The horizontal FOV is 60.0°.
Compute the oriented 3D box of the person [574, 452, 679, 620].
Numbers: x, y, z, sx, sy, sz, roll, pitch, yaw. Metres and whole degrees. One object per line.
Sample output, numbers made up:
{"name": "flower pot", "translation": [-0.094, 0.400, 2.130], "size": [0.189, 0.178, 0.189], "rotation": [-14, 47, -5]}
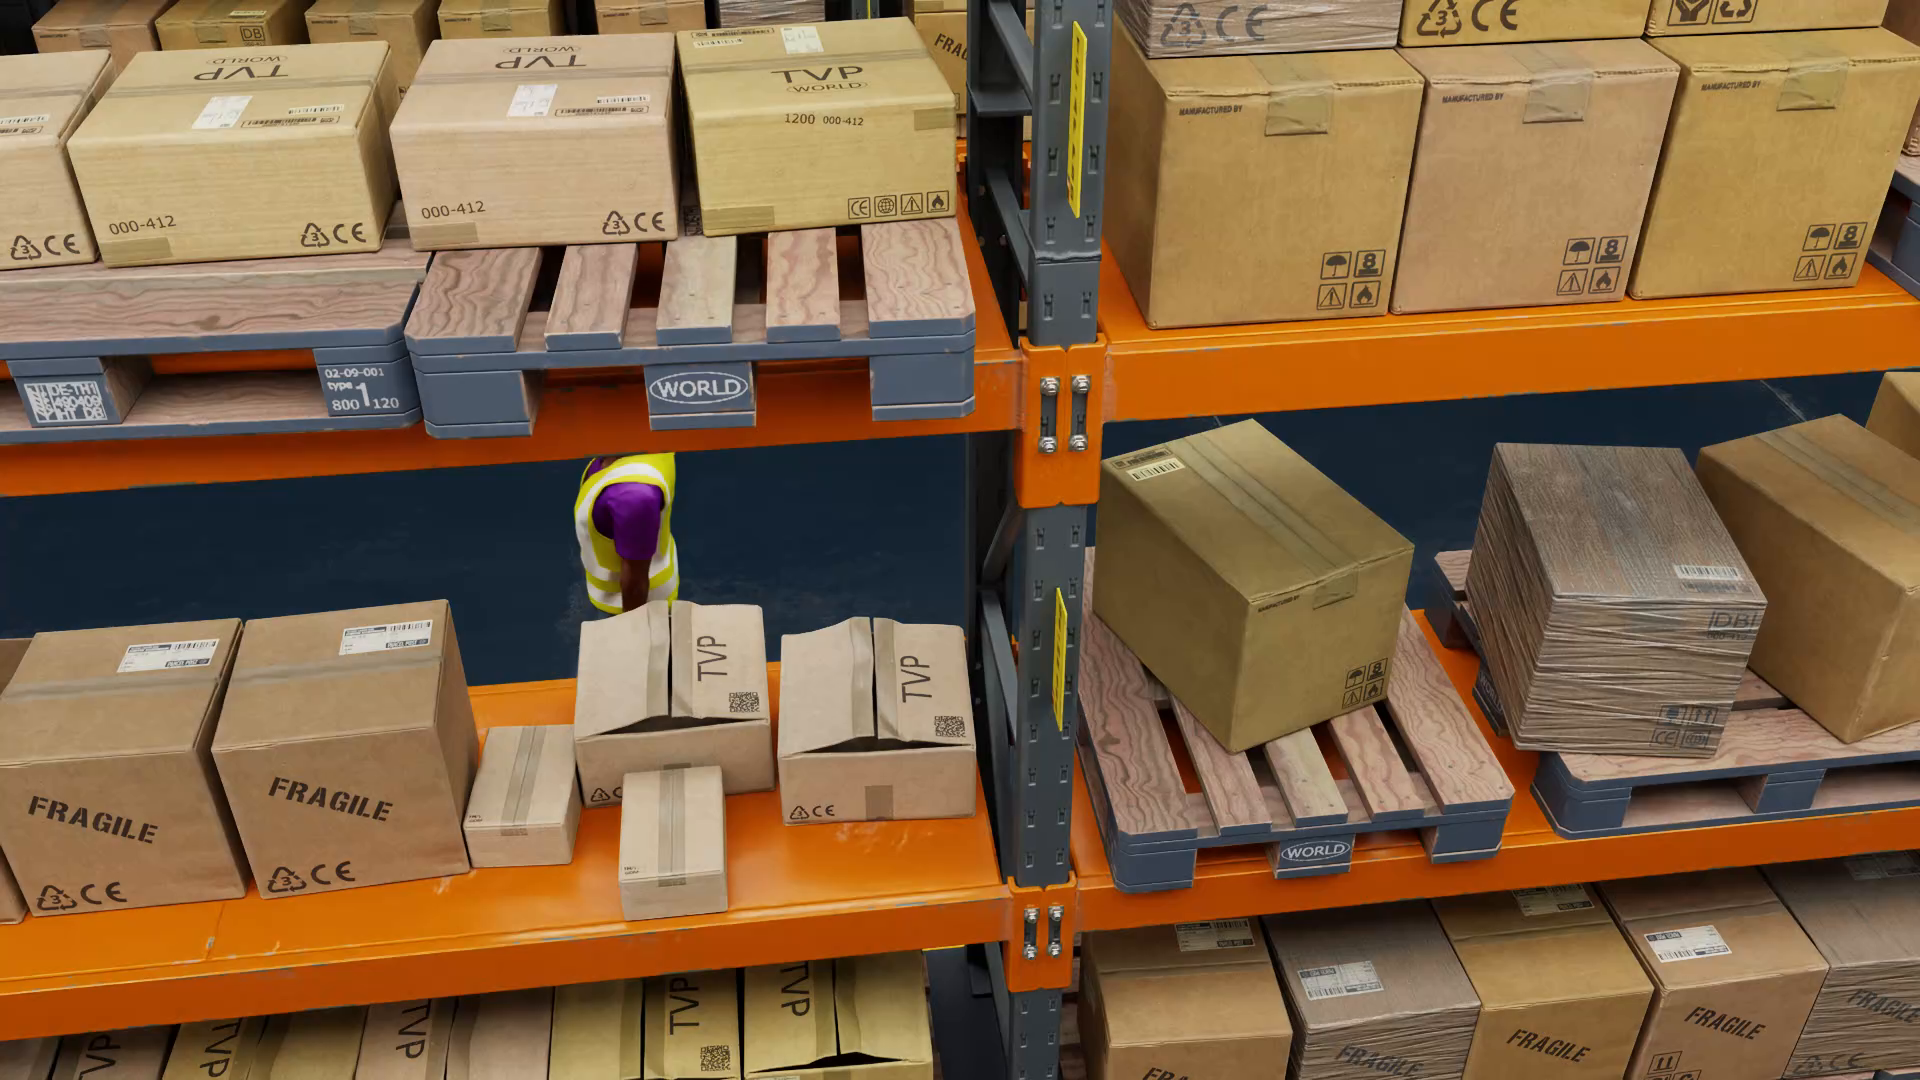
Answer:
{"name": "person", "translation": [-1.164, 0.193, 5.915], "size": [0.397, 1.824, 0.562], "rotation": [-4, 35, -6]}
